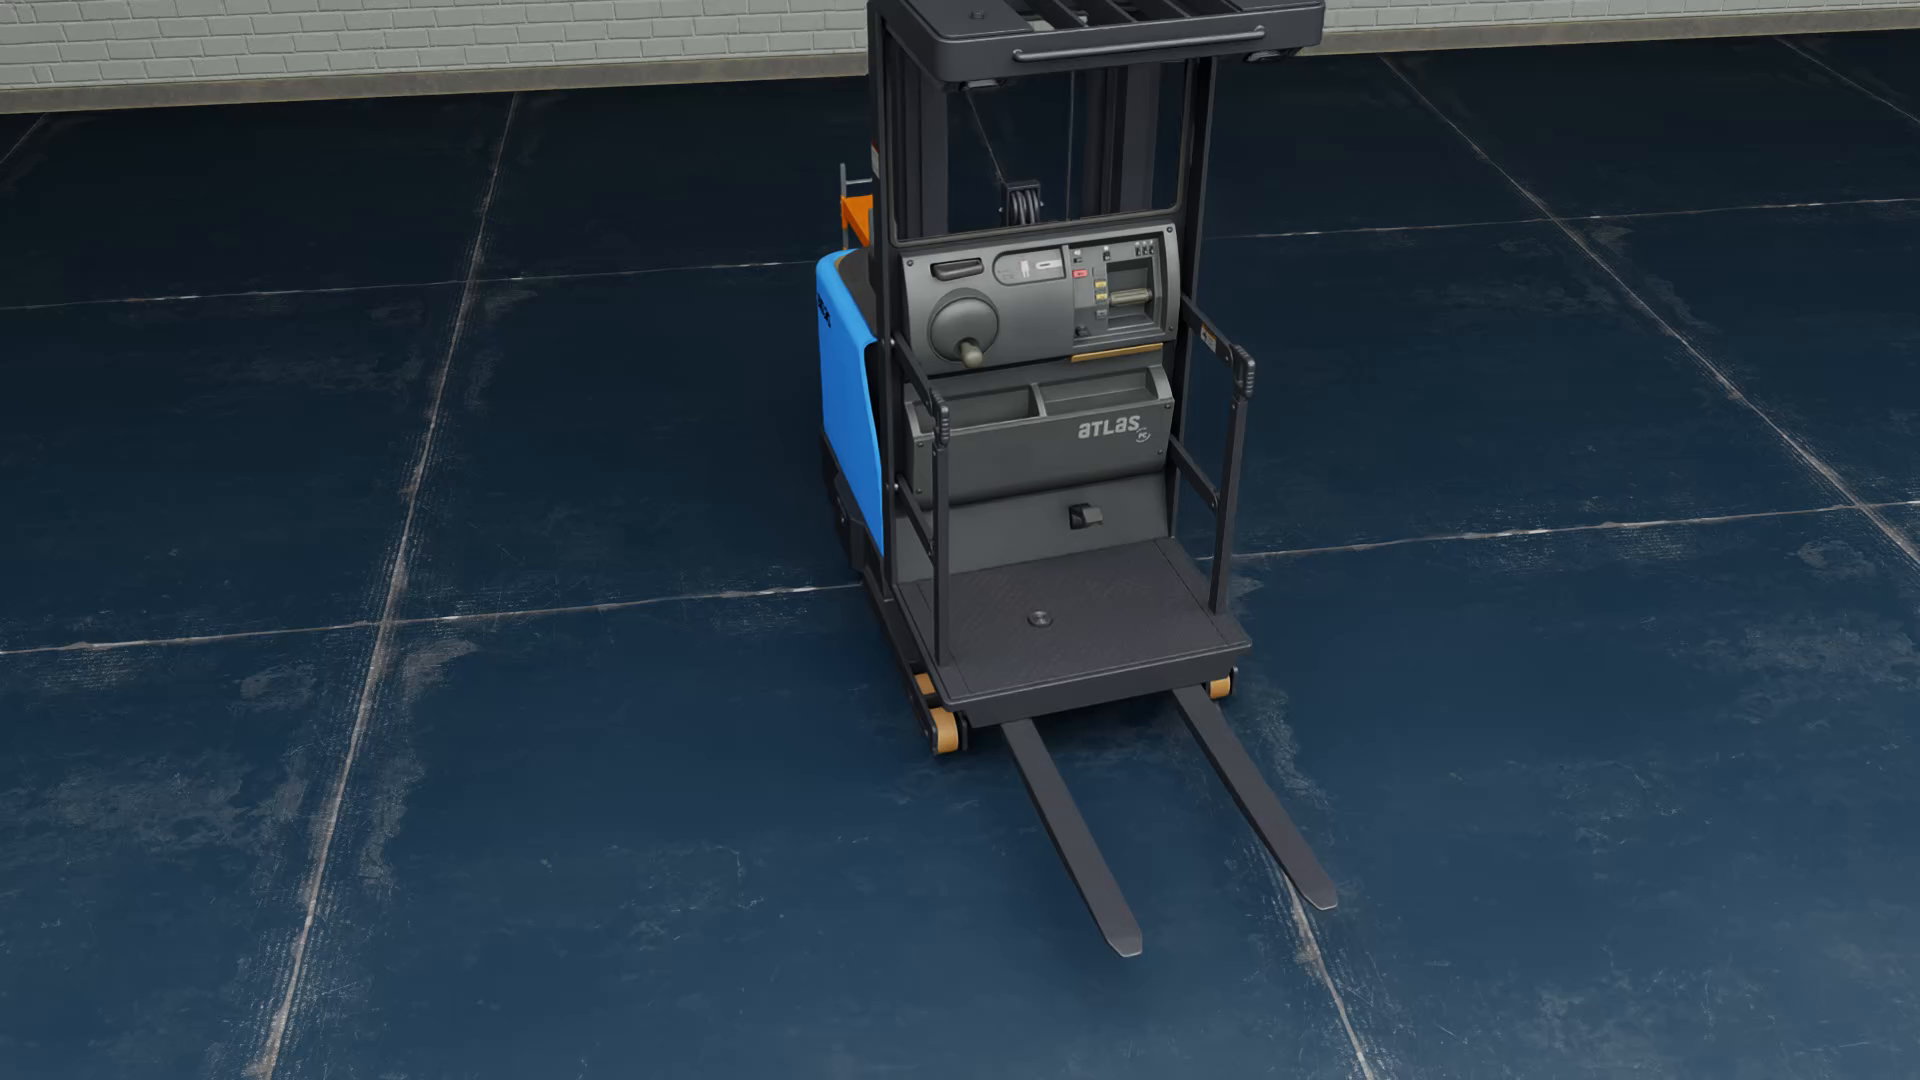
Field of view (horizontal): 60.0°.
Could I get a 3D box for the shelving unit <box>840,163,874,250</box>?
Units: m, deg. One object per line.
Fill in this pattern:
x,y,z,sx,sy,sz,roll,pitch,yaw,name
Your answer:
-0.313,-0.953,7.082,0.258,1.200,0.503,-10,35,-14,shelving unit

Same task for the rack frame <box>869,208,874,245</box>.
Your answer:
-0.242,-0.821,6.889,0.240,1.200,0.015,-10,35,-14,rack frame

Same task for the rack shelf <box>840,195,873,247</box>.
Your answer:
-0.313,-1.277,6.861,0.258,0.148,0.480,-10,35,-14,rack shelf

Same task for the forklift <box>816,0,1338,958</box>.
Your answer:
0.336,-0.731,5.220,1.130,2.935,3.031,-10,35,-14,forklift

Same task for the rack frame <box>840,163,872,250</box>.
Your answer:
-0.384,-1.084,7.275,0.240,1.200,0.015,-10,35,-14,rack frame

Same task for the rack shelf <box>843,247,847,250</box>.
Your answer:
-0.313,-1.082,6.994,0.258,0.148,0.480,-10,35,-14,rack shelf
